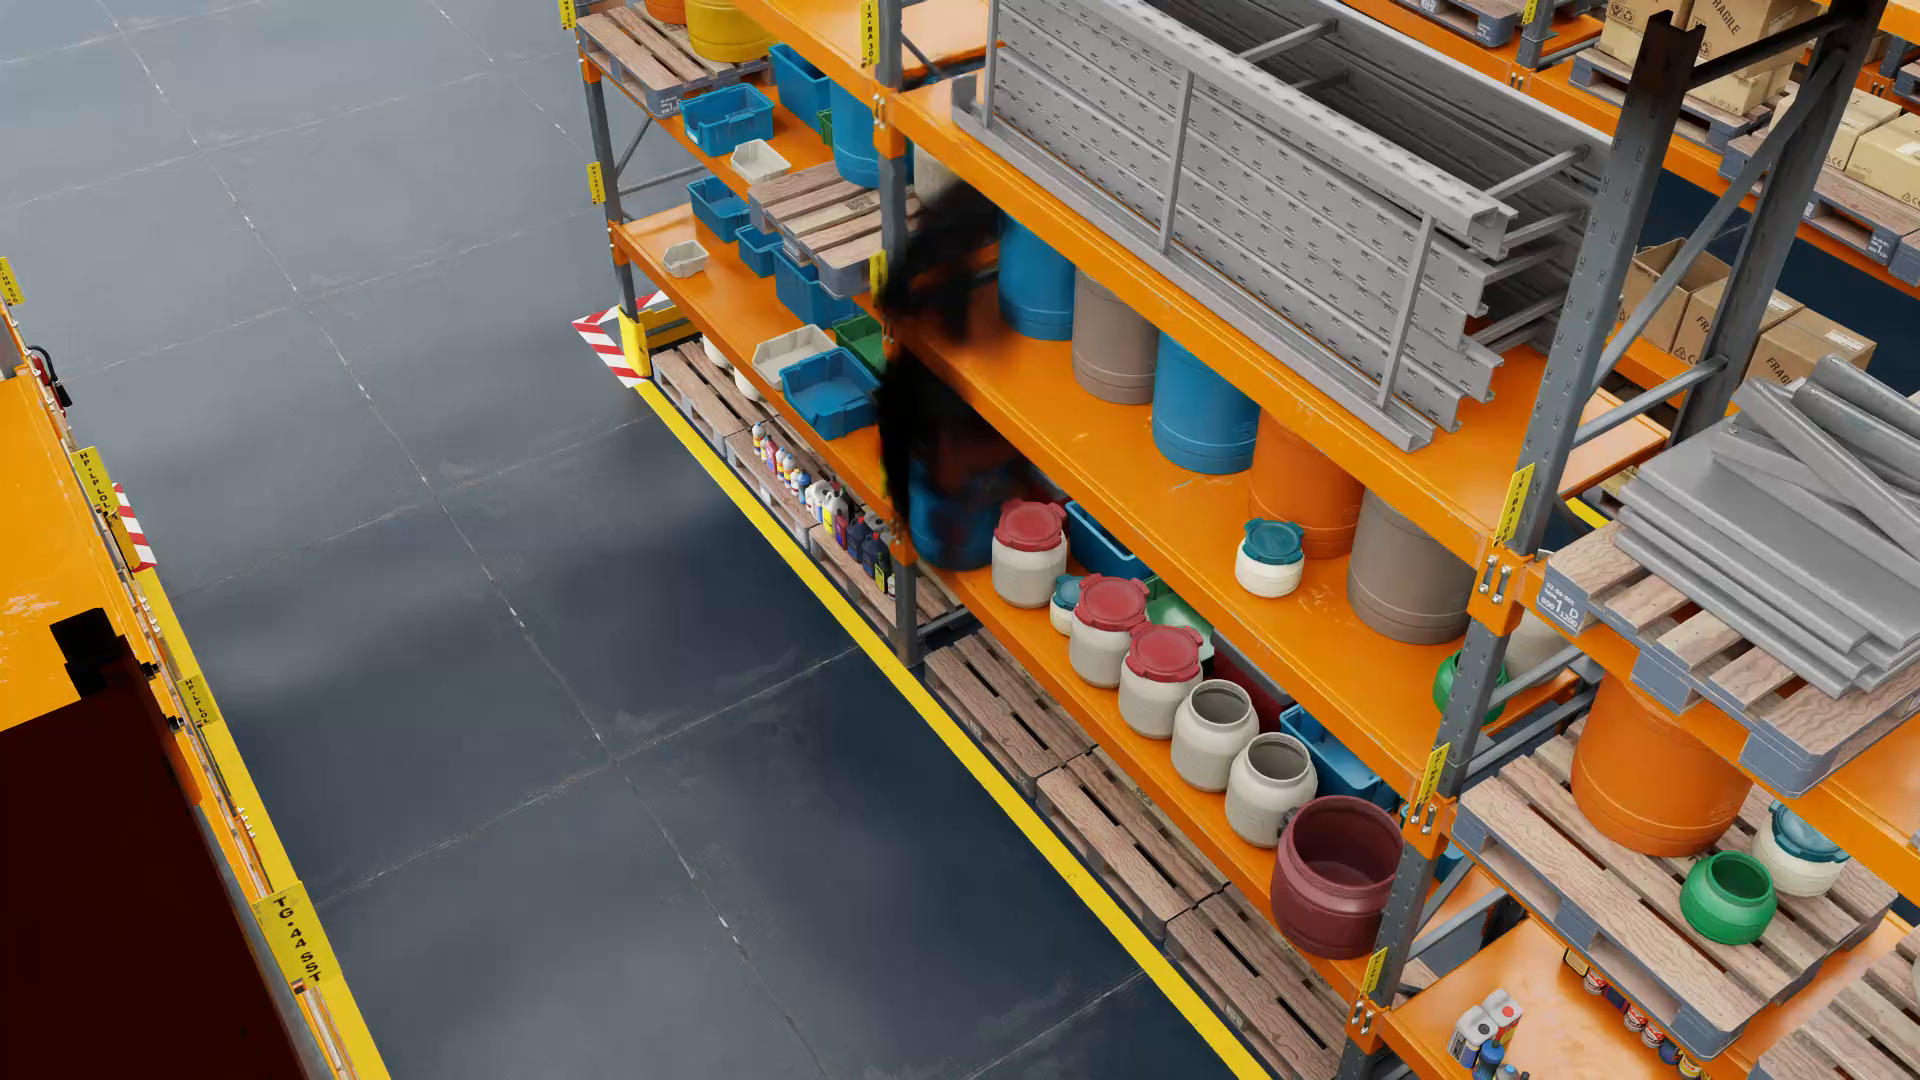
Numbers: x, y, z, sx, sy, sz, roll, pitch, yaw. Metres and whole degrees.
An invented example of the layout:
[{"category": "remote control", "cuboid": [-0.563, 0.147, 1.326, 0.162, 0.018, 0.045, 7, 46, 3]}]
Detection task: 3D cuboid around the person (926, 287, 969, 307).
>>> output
[{"category": "person", "cuboid": [-0.071, -2.272, 12.613, 0.532, 1.627, 0.754, -30, 50, -29]}]
